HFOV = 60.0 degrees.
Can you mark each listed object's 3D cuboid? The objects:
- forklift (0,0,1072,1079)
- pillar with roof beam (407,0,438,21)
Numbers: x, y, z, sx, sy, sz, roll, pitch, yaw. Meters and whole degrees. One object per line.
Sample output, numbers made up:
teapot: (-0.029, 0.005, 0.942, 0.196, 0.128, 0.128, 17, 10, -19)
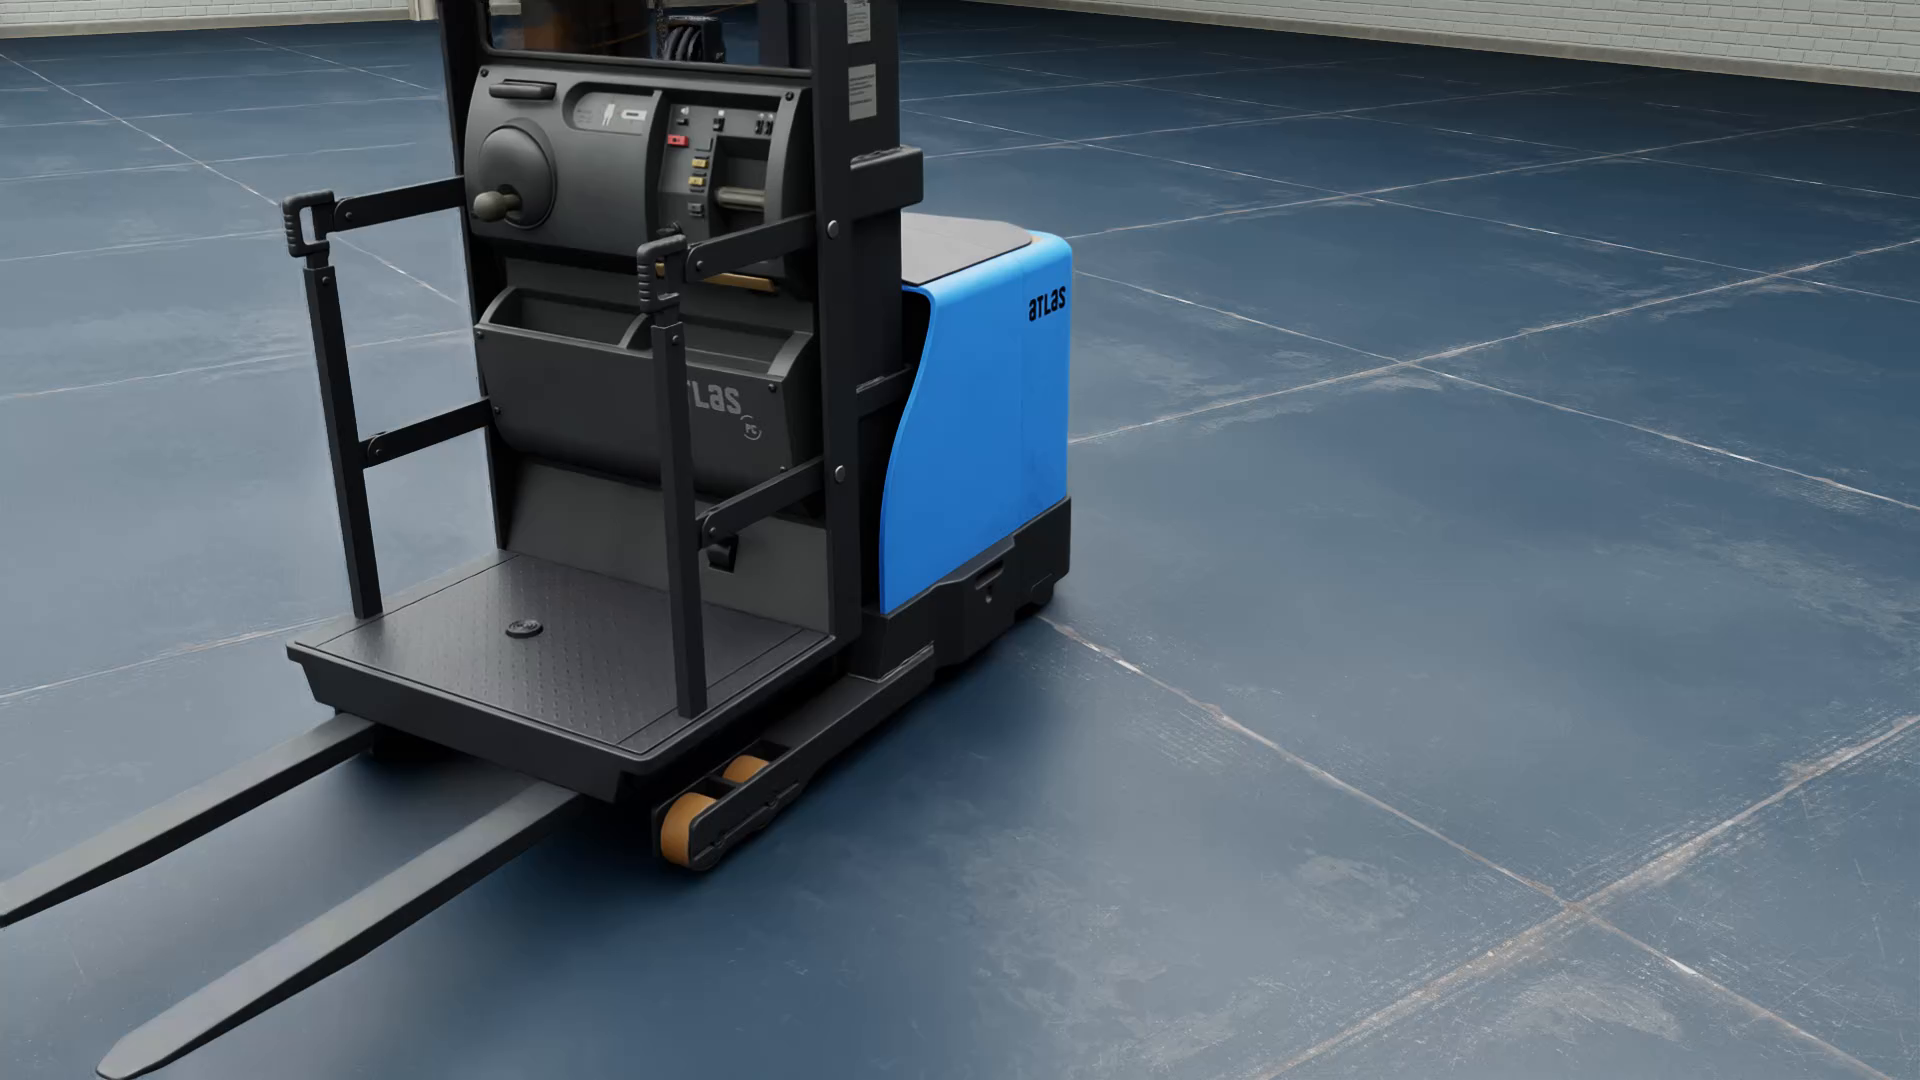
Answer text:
forklift: (-0.855, -0.839, 3.545, 1.130, 2.935, 3.031, 12, 25, 28)
pillar with roof beam: (-5.535, -10.730, 20.145, 0.400, 9.000, 9.100, -15, 26, -33)
